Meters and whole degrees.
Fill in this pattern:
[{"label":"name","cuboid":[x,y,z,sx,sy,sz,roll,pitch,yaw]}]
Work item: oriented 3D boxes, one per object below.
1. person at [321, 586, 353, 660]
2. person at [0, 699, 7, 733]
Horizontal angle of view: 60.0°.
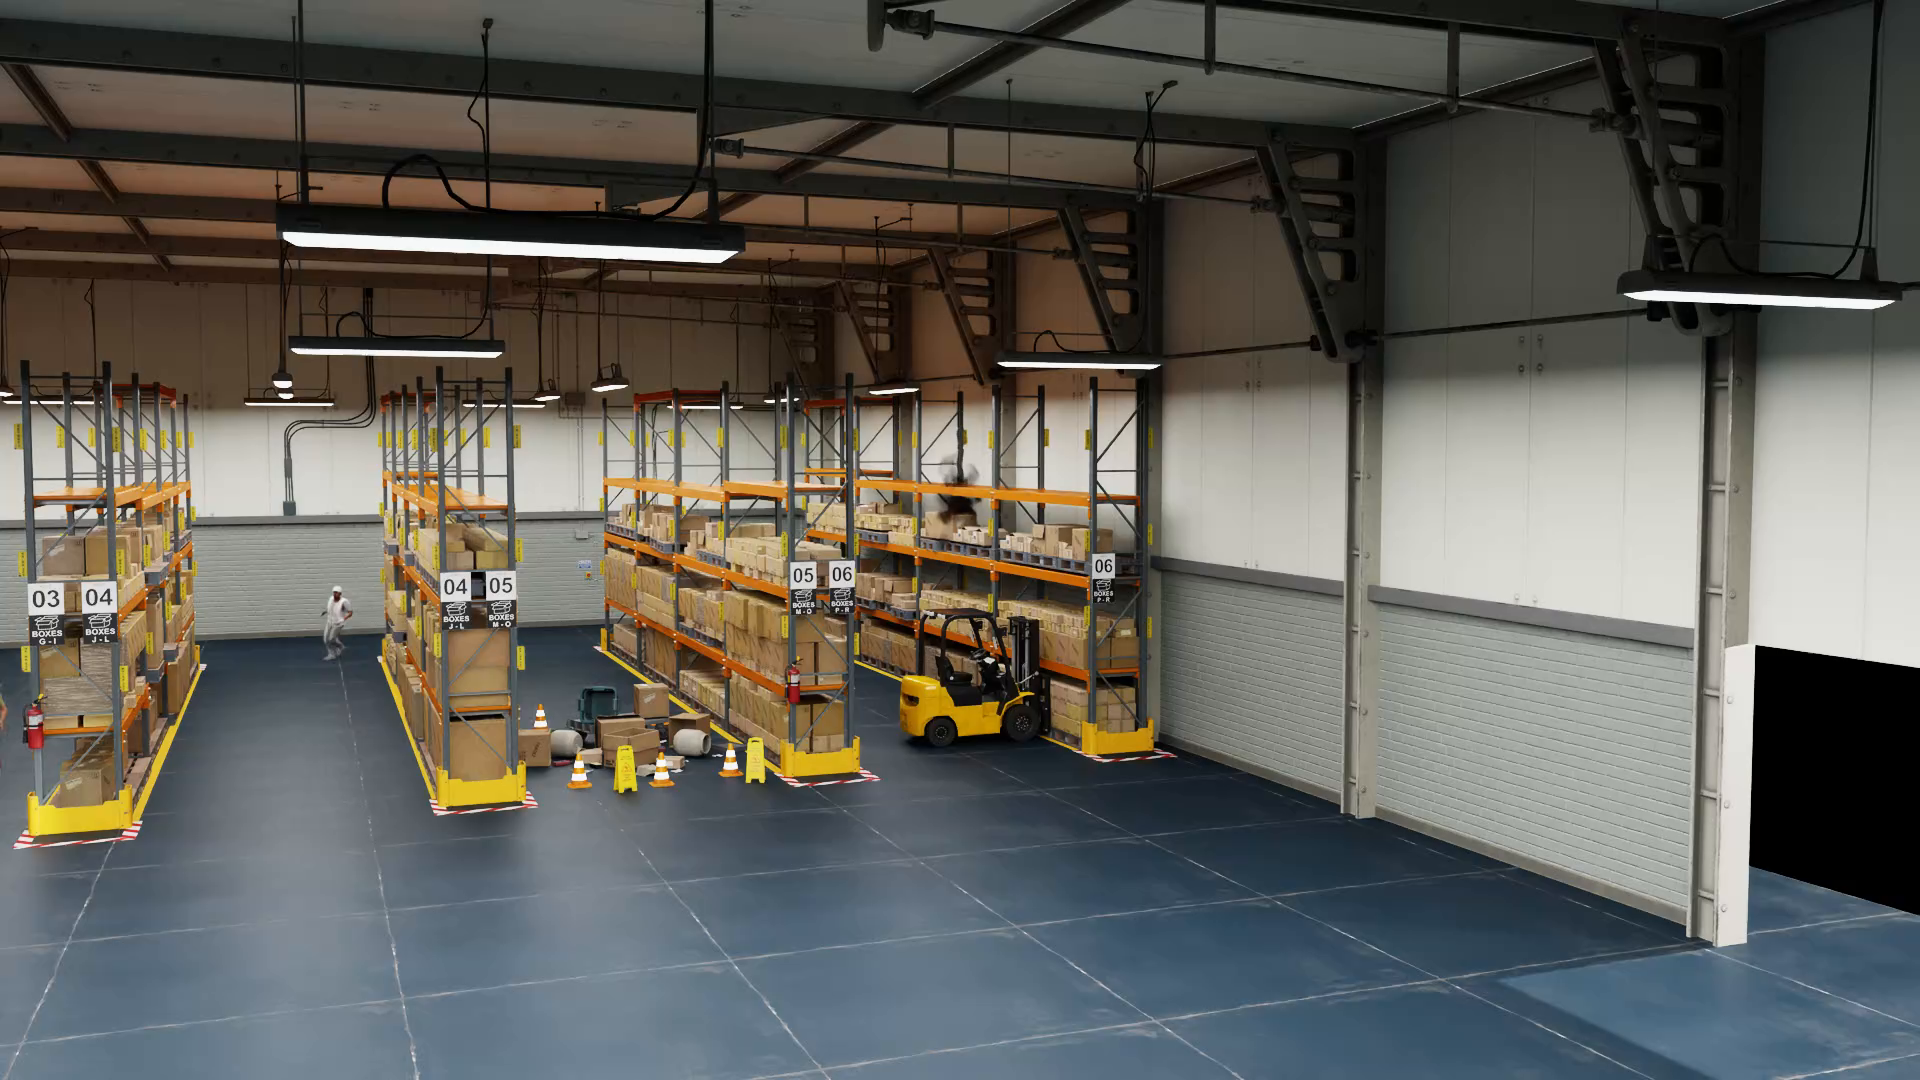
[{"label":"person","cuboid":[-14.176,1.886,37.827,0.696,1.695,0.629,2,4,28]},{"label":"person","cuboid":[-13.675,2.759,23.263,0.579,1.628,0.963,-2,4,-24]}]
